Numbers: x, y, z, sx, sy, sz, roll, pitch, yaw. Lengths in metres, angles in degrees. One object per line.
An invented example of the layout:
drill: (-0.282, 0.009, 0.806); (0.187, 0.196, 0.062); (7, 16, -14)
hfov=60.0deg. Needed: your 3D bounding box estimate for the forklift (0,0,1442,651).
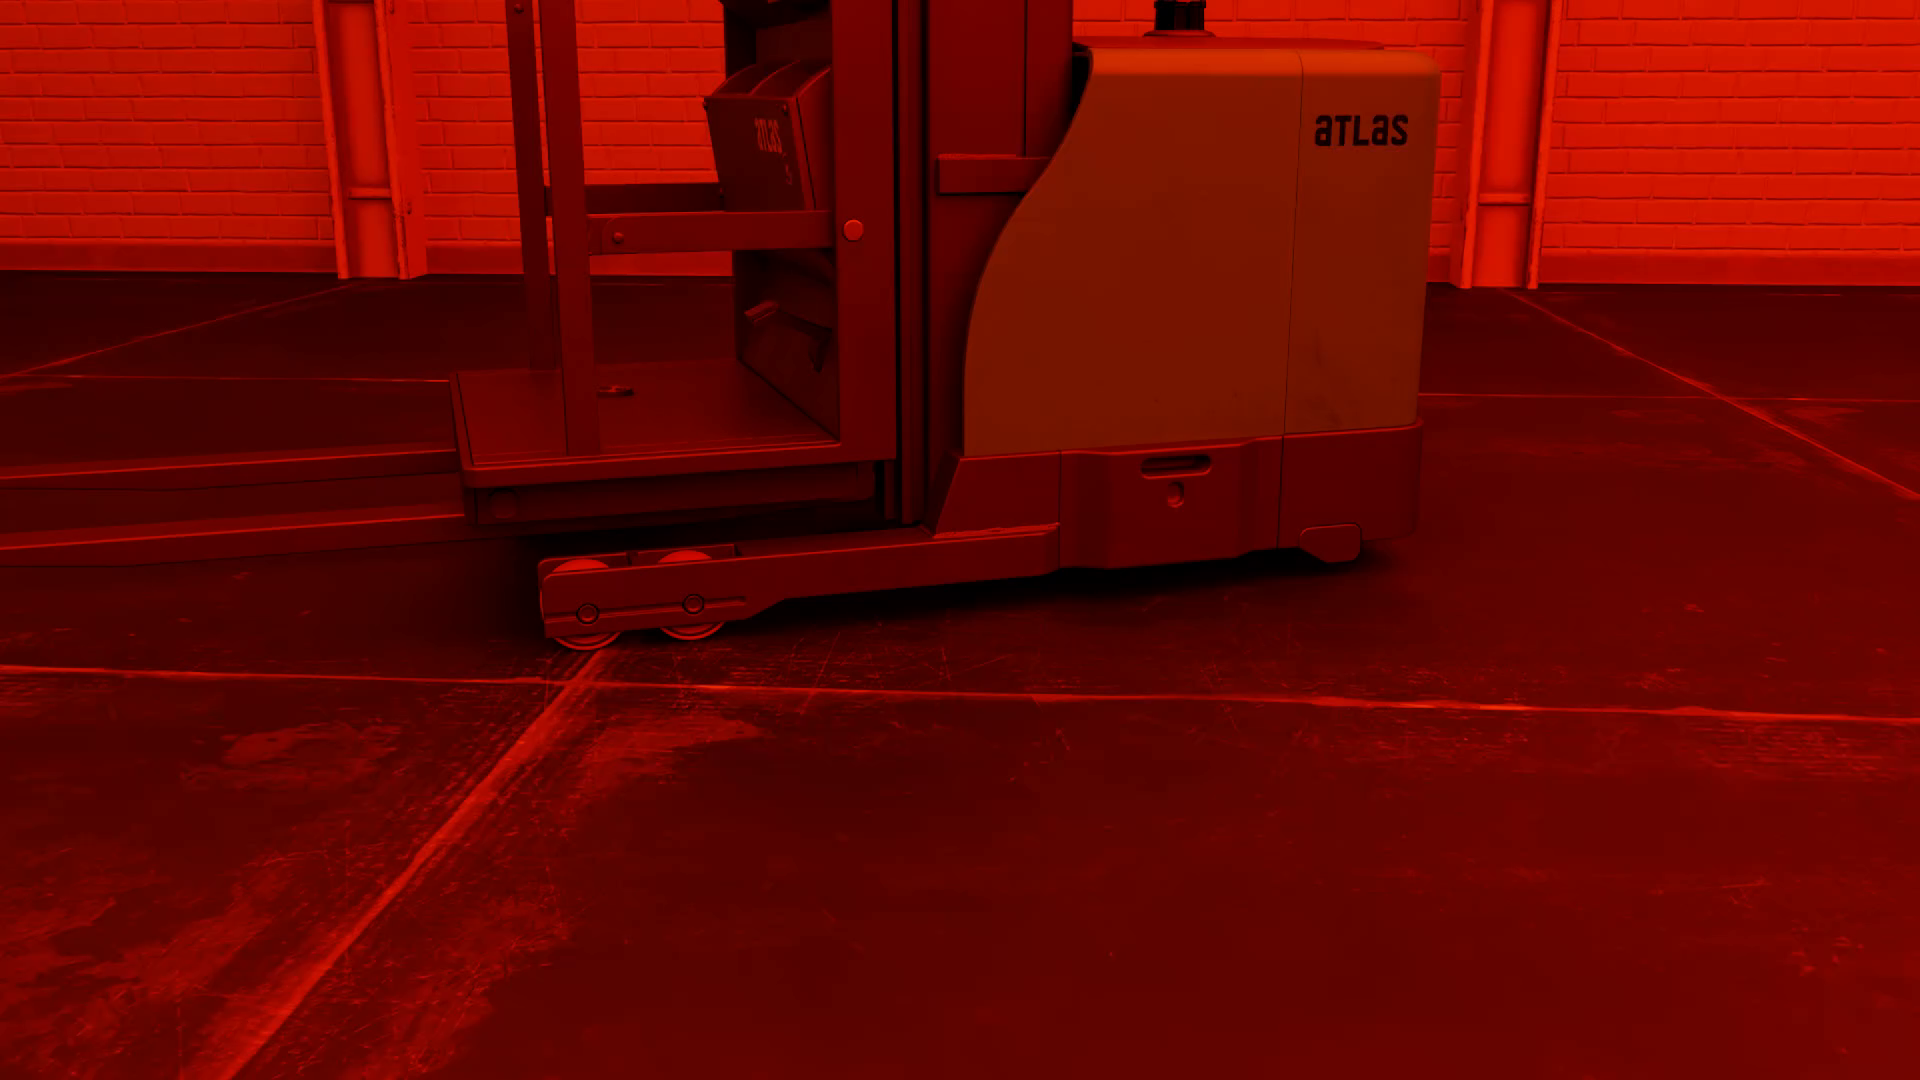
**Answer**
forklift: (-0.580, -1.366, 3.251); (3.031, 2.935, 1.130); (-5, 16, -17)
